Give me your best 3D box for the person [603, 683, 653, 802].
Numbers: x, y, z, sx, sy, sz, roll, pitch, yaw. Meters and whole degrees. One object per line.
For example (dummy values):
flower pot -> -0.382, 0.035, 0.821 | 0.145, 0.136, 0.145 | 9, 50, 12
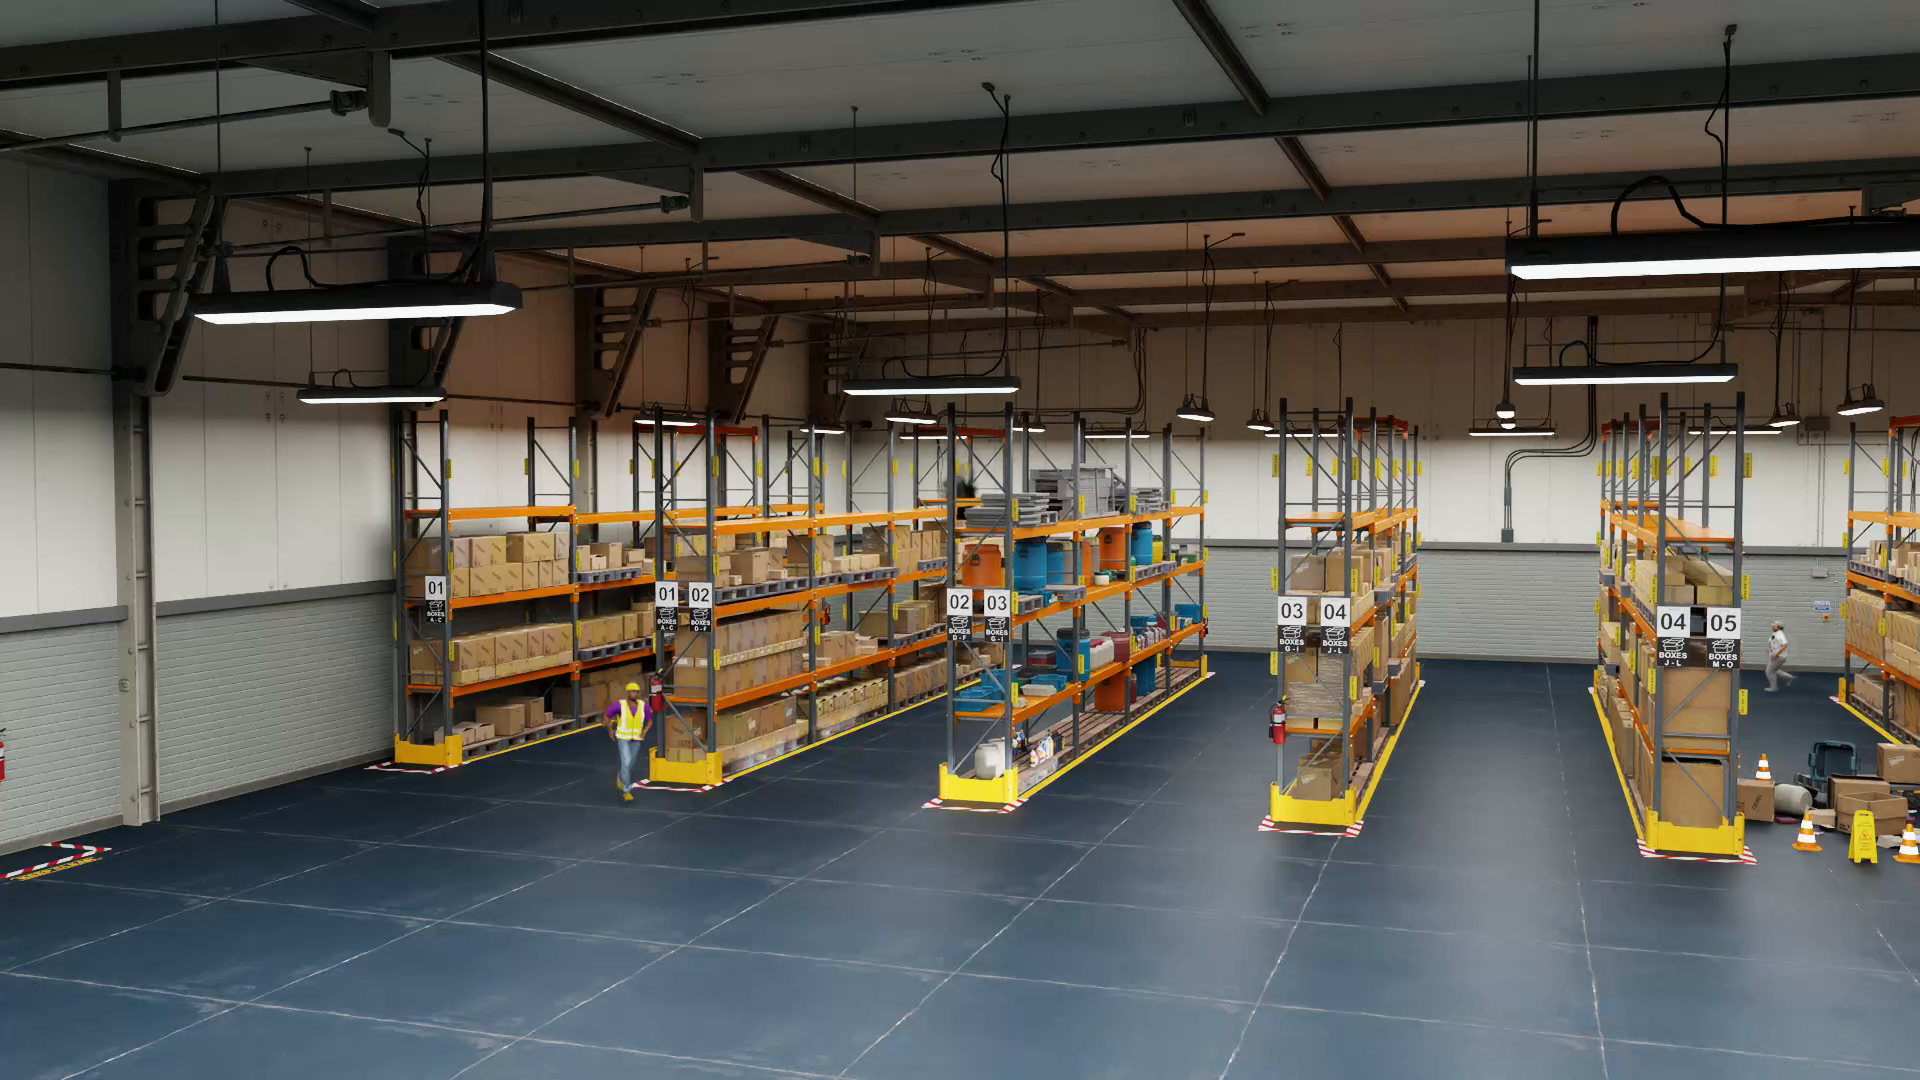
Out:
person -> -5.056, 3.049, 25.431 | 0.727, 1.753, 0.902 | -1, 3, -31

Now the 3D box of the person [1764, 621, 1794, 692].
person -> 18.374, 2.606, 37.237 | 0.620, 1.607, 0.644 | 1, 3, 22
